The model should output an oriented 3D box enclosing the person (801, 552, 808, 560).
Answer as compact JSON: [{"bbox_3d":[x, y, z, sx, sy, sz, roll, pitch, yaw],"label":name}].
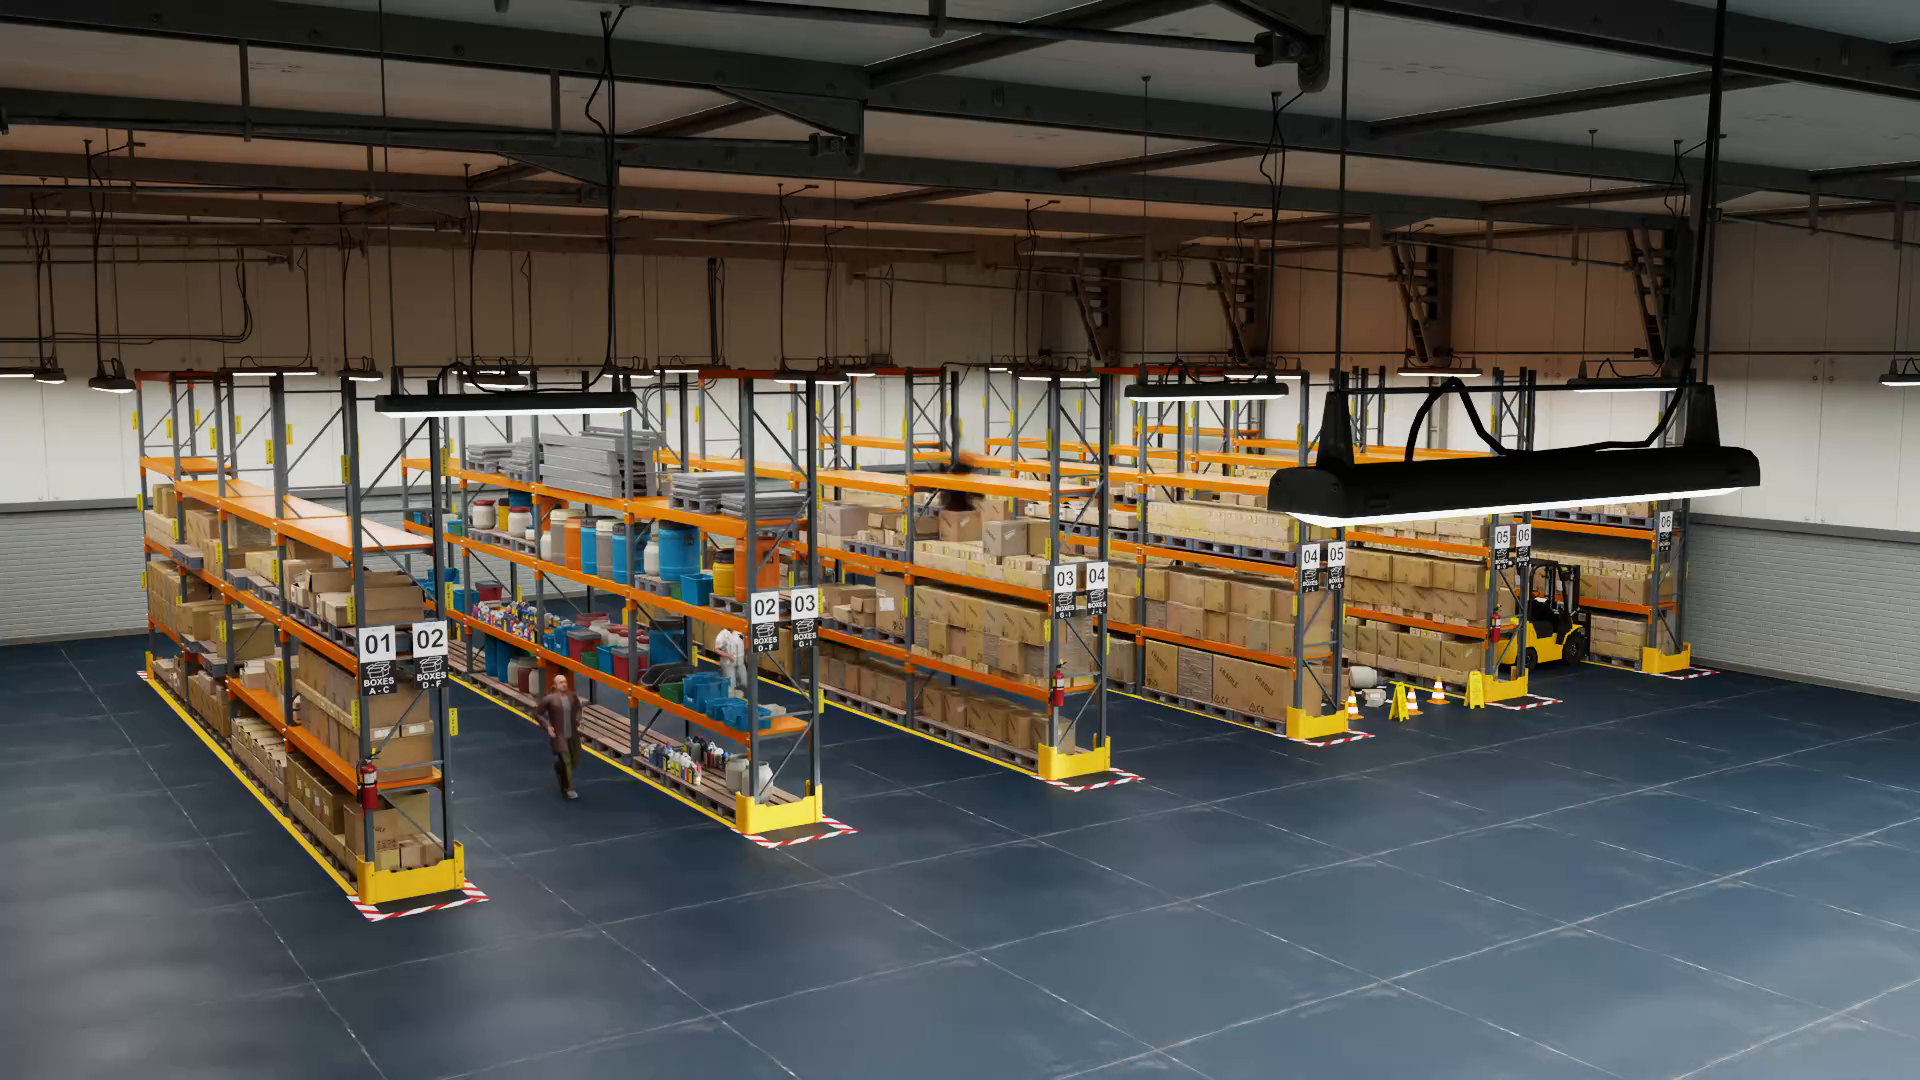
[{"bbox_3d":[-3.909,0.774,41.787,0.568,1.585,0.769,-2,7,-15],"label":"person"}]

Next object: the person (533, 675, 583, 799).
[{"bbox_3d":[-5.698,2.893,23.774,0.715,1.528,0.826,-6,9,-41],"label":"person"}]

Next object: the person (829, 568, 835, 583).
[{"bbox_3d":[-3.042,0.714,42.246,0.628,1.744,0.718,1,7,8],"label":"person"}]

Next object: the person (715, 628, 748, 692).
[{"bbox_3d":[-3.979,2.158,29.290,0.638,1.737,0.586,-5,8,-36],"label":"person"}]
